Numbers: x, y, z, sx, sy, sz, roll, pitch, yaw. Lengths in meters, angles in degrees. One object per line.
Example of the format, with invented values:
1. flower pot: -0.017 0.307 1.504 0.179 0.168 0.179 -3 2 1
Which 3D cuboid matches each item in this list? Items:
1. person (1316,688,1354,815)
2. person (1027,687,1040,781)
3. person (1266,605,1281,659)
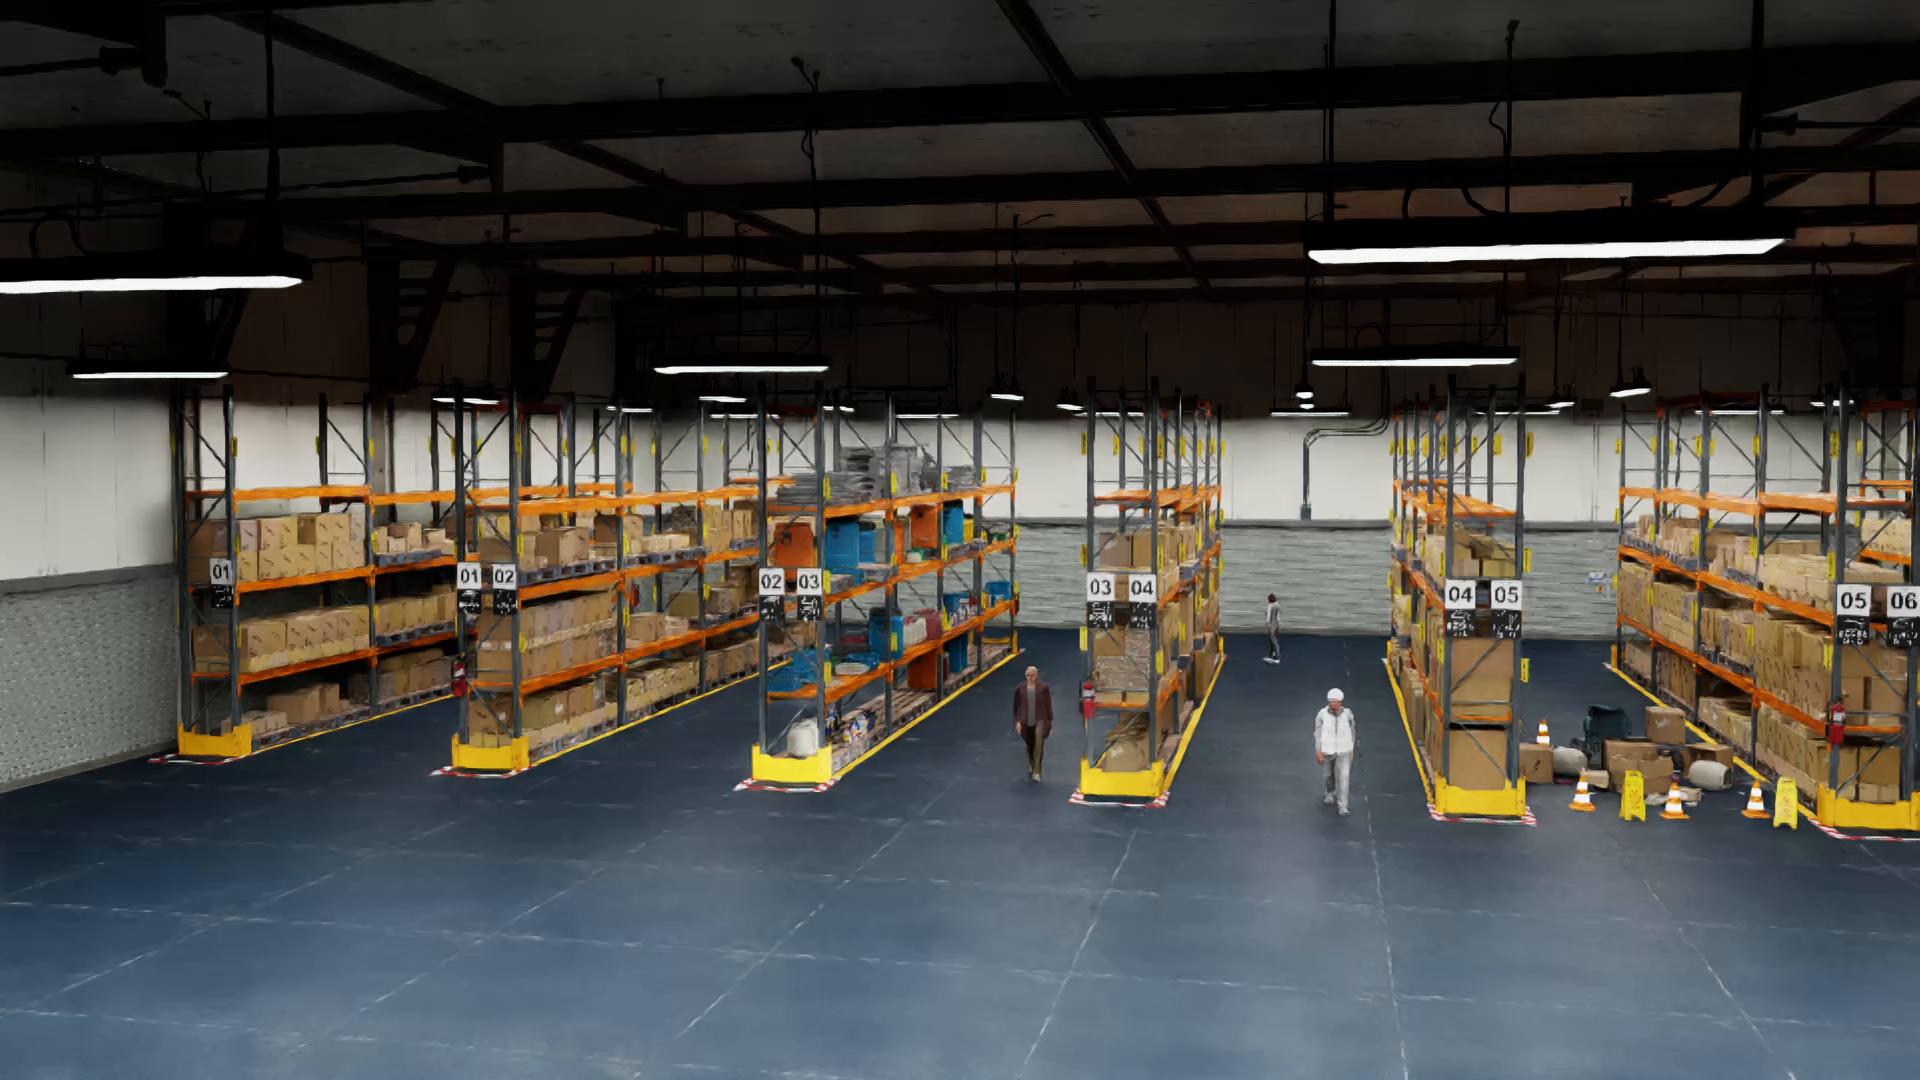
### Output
1. person: 5.145 2.864 22.829 0.518 1.700 1.104 1 3 15
2. person: 1.077 2.853 25.080 0.524 1.453 1.193 1 3 15
3. person: 7.300 2.120 38.619 0.395 1.281 0.475 2 4 35
